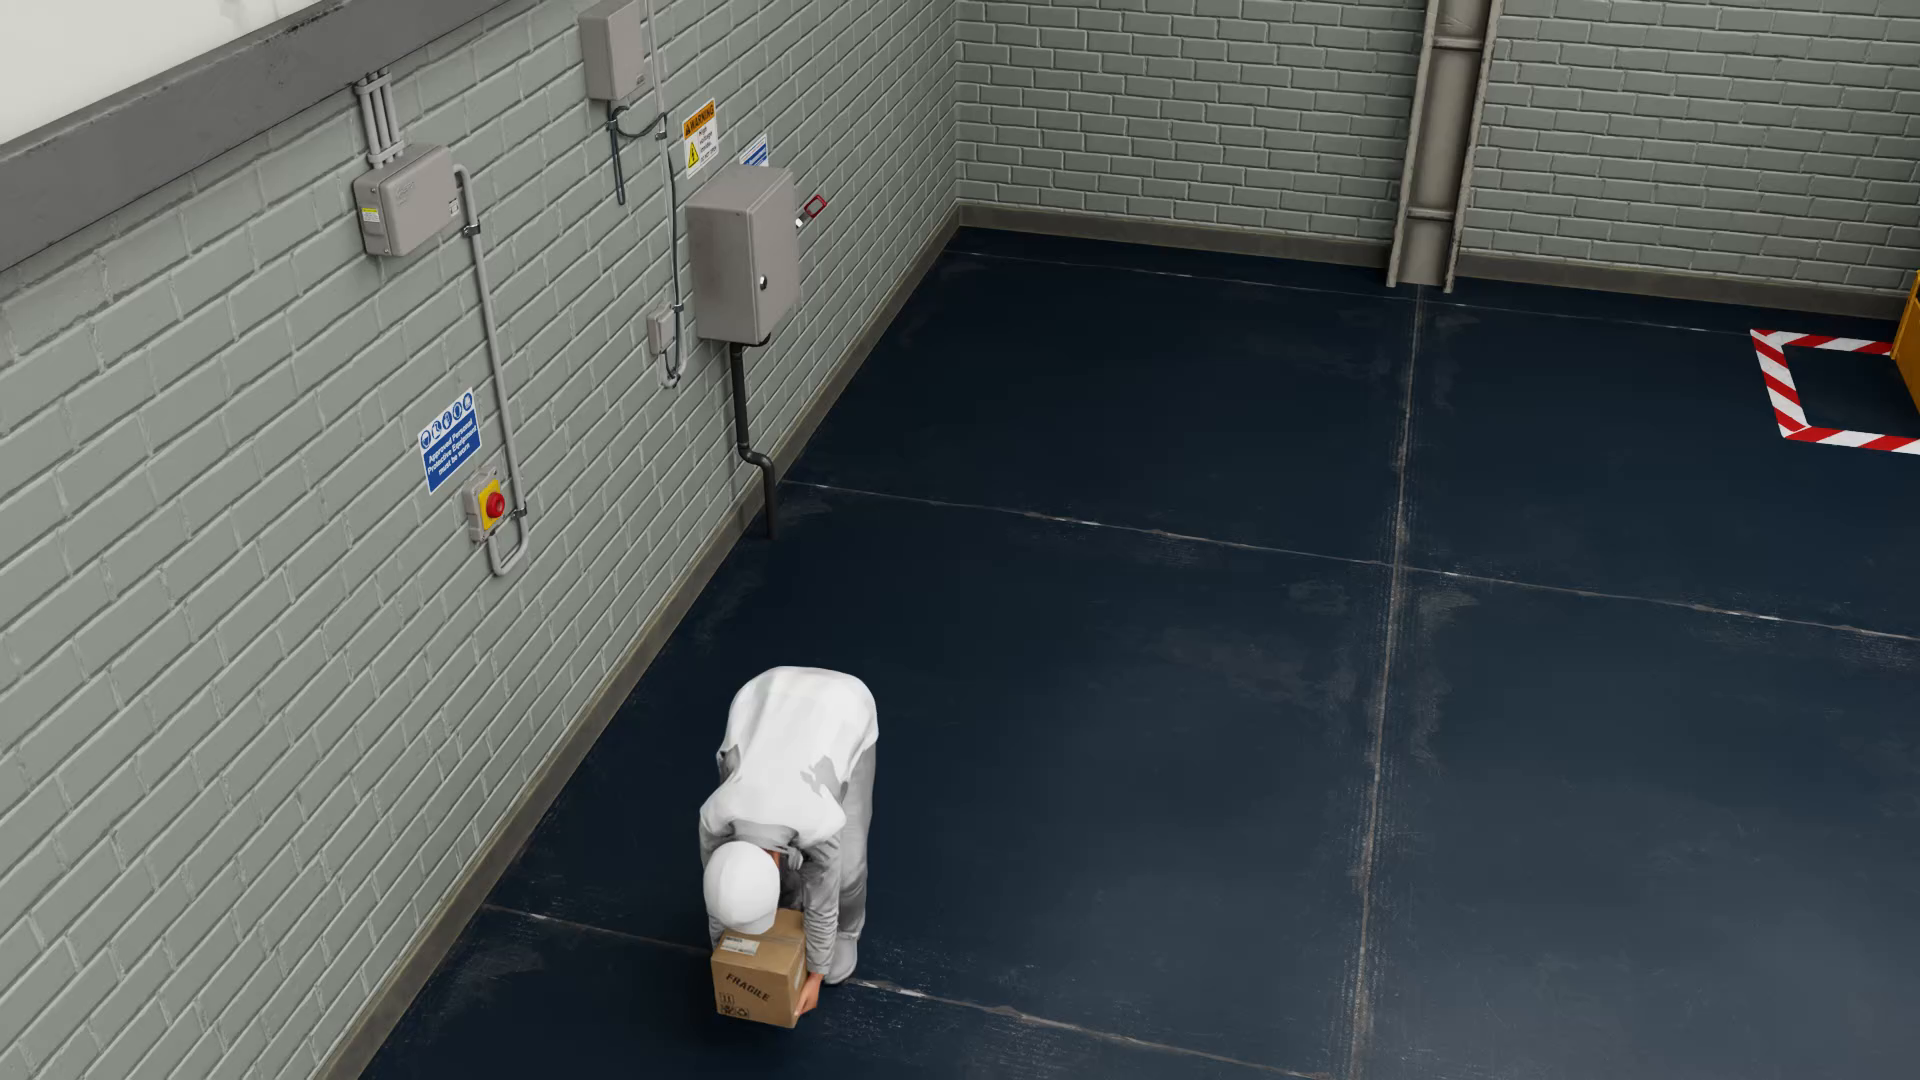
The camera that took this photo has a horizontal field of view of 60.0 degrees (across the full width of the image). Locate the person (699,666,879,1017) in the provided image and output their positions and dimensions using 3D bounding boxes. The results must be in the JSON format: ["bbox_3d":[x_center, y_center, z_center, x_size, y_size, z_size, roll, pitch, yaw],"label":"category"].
[{"bbox_3d":[-0.547,1.012,5.189,0.475,1.065,1.009,7,33,10],"label":"person"}]
